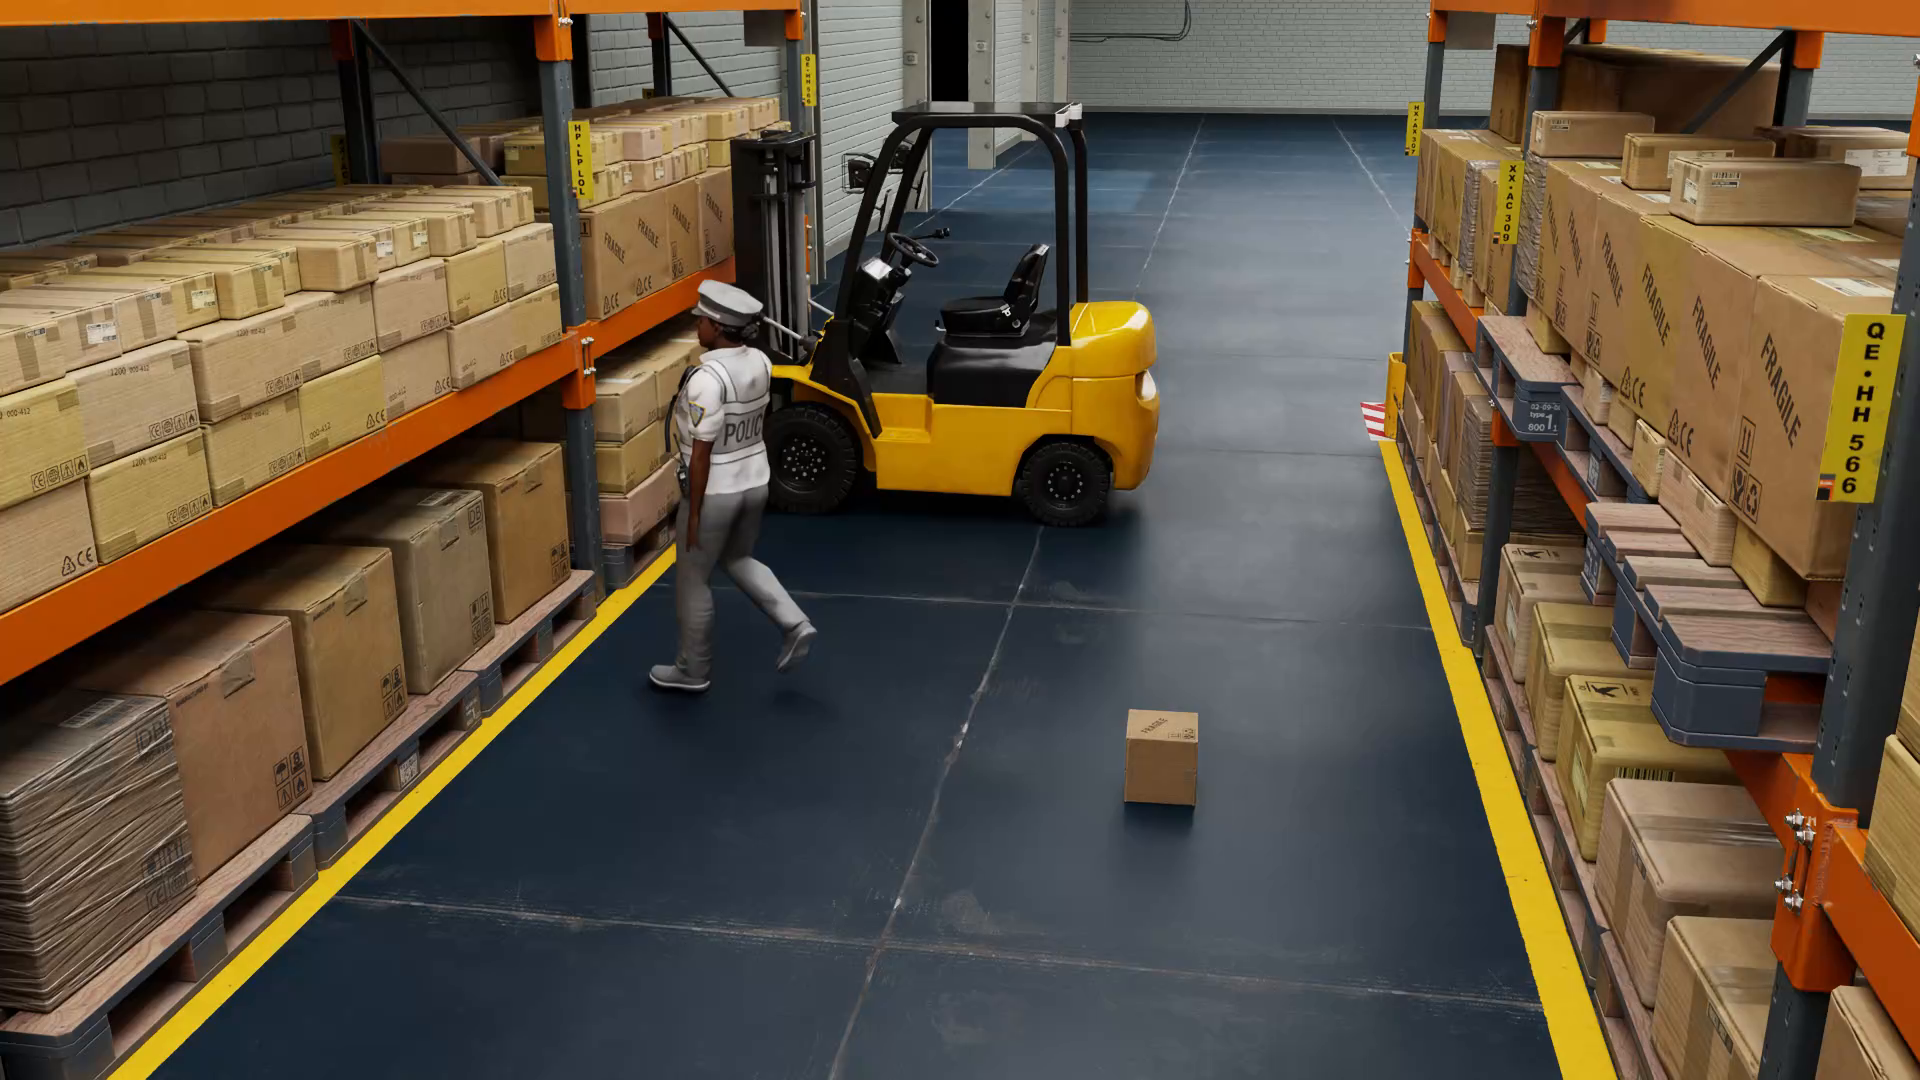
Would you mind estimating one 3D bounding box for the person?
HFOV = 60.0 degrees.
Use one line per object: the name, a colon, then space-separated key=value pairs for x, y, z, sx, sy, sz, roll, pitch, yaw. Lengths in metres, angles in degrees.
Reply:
person: x=-0.898 y=-0.492 z=6.435 sx=0.335 sy=1.039 sz=0.484 roll=11 pitch=21 yaw=31
